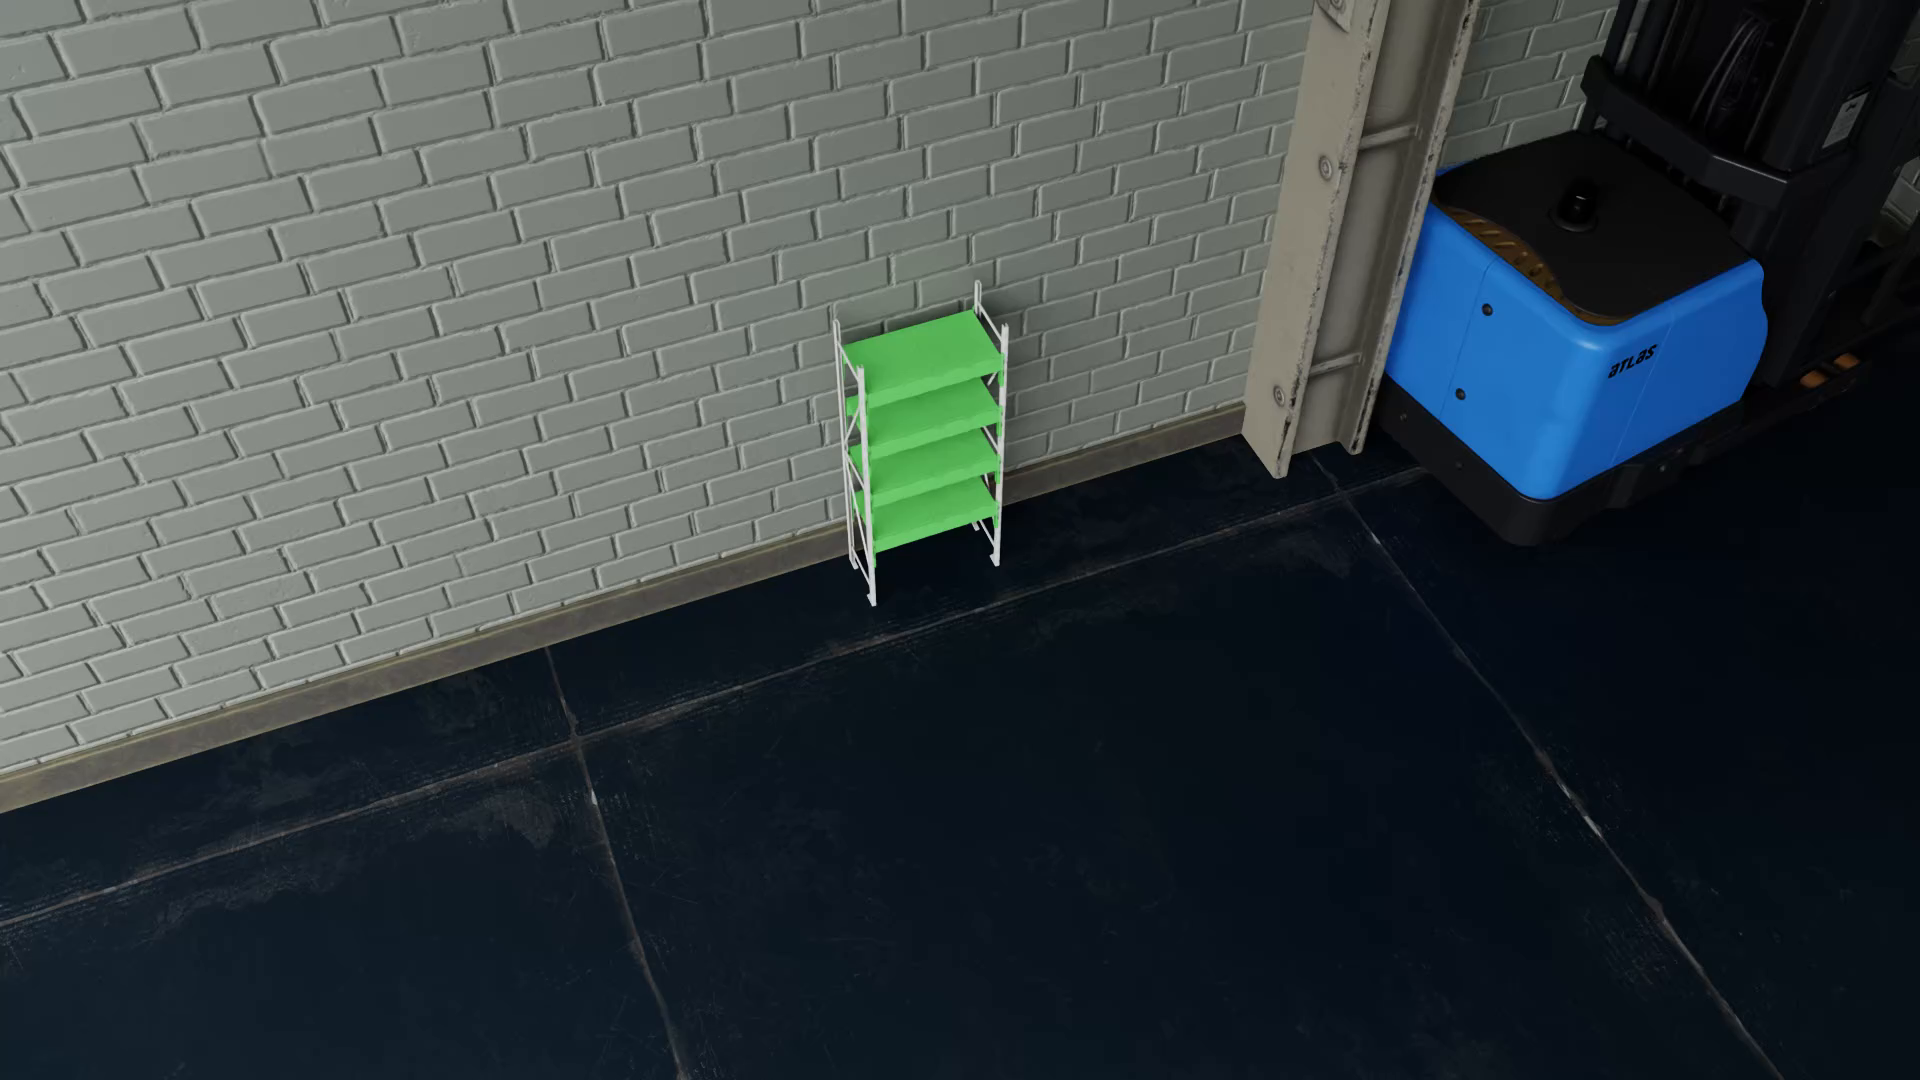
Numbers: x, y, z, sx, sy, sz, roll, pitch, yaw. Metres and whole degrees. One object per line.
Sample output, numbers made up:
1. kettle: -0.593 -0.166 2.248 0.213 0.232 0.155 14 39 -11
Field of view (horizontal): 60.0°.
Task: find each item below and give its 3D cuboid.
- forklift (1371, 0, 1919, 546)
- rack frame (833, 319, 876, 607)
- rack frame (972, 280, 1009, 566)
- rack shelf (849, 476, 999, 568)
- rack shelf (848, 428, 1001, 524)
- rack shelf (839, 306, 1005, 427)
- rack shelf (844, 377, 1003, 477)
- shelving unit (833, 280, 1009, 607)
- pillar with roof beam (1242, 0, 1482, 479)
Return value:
1. forklift: 3.074 -1.793 5.858 3.031 2.935 1.130 -25 54 -20
2. rack frame: -0.353 -0.229 5.652 0.015 1.200 0.240 -18 53 -15
3. rack frame: 0.097 -0.372 5.775 0.015 1.200 0.240 -18 53 -15
4. rack shelf: -0.130 -0.107 5.948 0.480 0.148 0.258 -18 53 -15
5. rack shelf: -0.129 -0.260 5.763 0.480 0.148 0.258 -18 53 -15
6. rack shelf: -0.125 -0.566 5.394 0.480 0.148 0.258 -18 53 -15
7. rack shelf: -0.127 -0.413 5.578 0.480 0.148 0.258 -18 53 -15
8. shelving unit: -0.128 -0.301 5.714 0.503 1.200 0.258 -18 53 -15
9. pillar with roof beam: 2.976 -0.309 0.584 0.400 9.000 9.100 -17 52 -14
